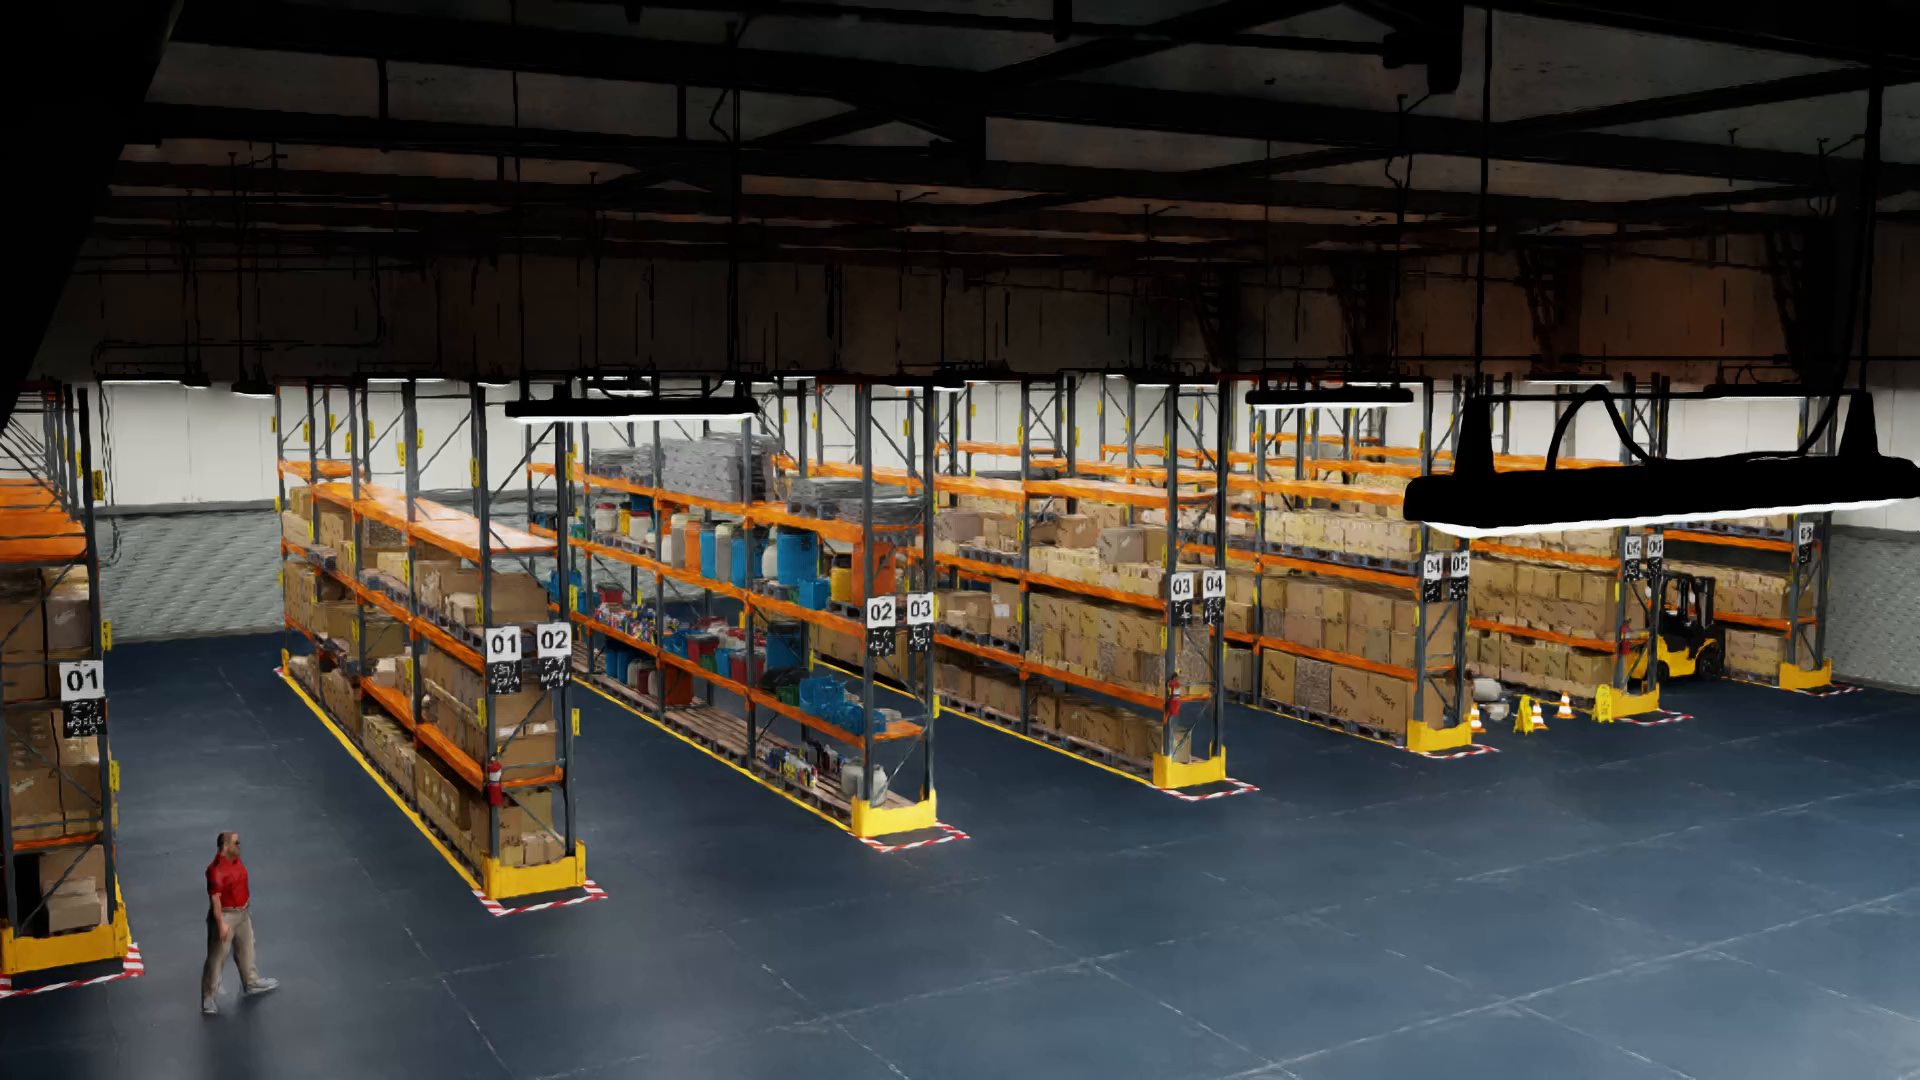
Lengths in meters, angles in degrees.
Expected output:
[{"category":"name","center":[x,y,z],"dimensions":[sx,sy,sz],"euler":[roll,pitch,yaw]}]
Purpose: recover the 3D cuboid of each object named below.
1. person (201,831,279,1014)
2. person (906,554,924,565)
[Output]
[{"category":"person","center":[-7.139,3.683,16.308],"dimensions":[0.549,1.723,0.751],"euler":[0,6,3]},{"category":"person","center":[-1.085,0.729,43.201],"dimensions":[0.626,1.773,0.575],"euler":[1,6,6]}]
